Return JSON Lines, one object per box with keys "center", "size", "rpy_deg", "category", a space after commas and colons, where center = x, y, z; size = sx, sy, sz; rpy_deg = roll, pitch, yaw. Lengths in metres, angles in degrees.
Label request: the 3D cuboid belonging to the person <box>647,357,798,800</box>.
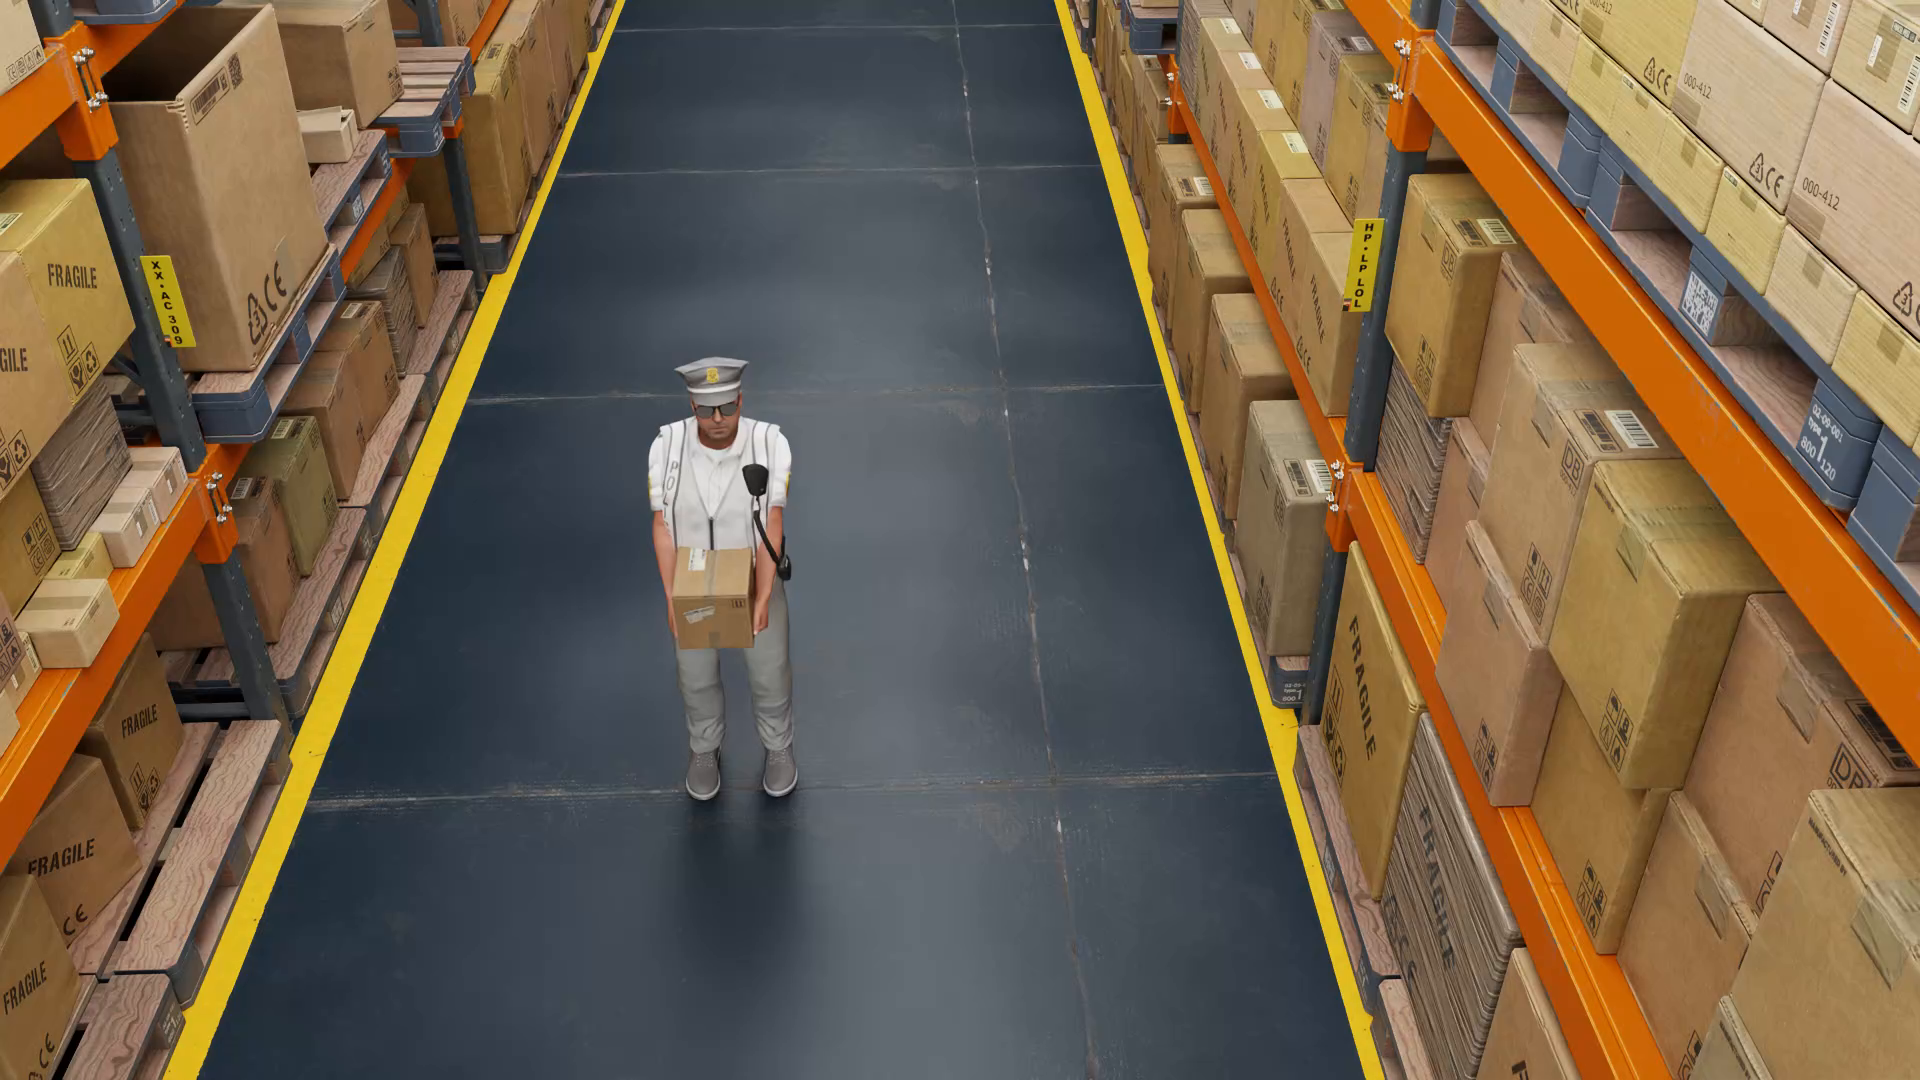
{"center": [-0.819, 0.188, 5.858], "size": [0.493, 1.770, 0.558], "rpy_deg": [-1, 35, -2], "category": "person"}
